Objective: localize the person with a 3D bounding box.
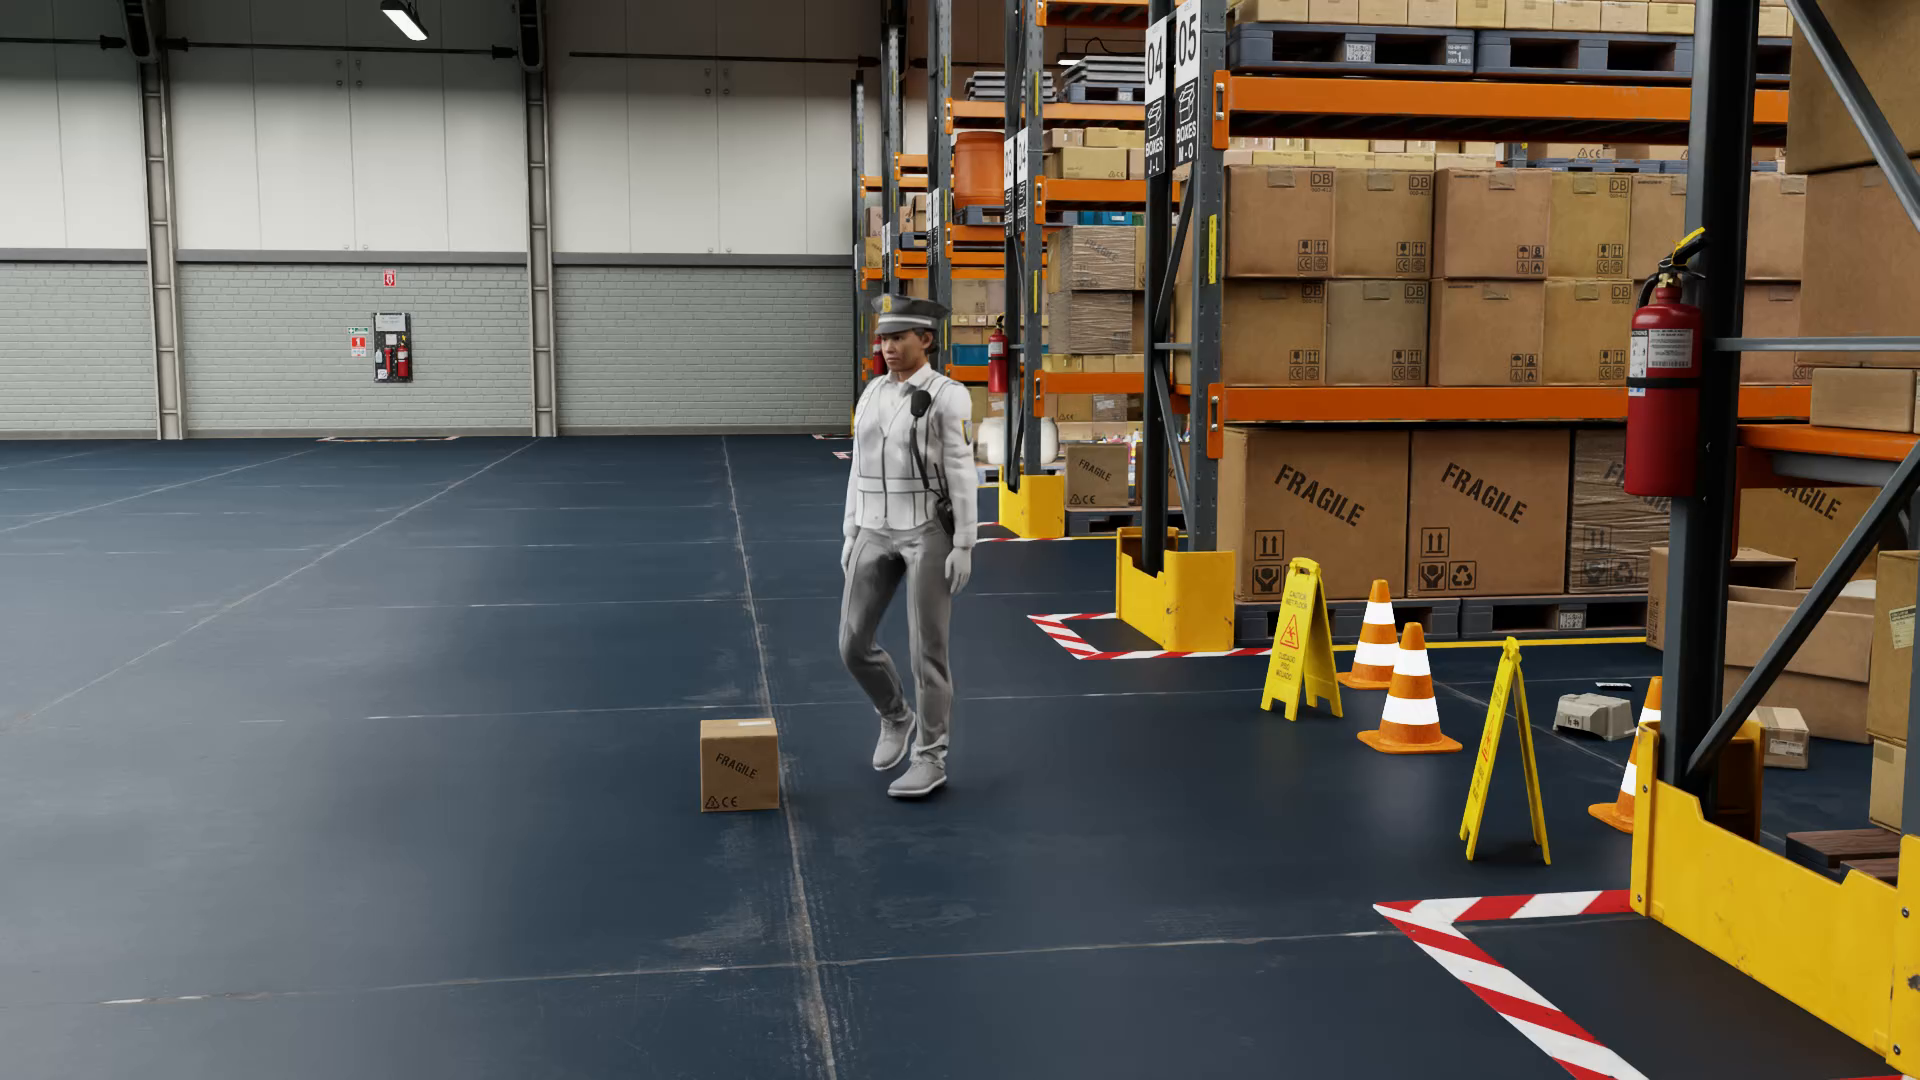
[{"bbox_3d":[-0.166,0.006,5.668,0.516,1.672,0.485,4,8,32],"label":"person"}]
